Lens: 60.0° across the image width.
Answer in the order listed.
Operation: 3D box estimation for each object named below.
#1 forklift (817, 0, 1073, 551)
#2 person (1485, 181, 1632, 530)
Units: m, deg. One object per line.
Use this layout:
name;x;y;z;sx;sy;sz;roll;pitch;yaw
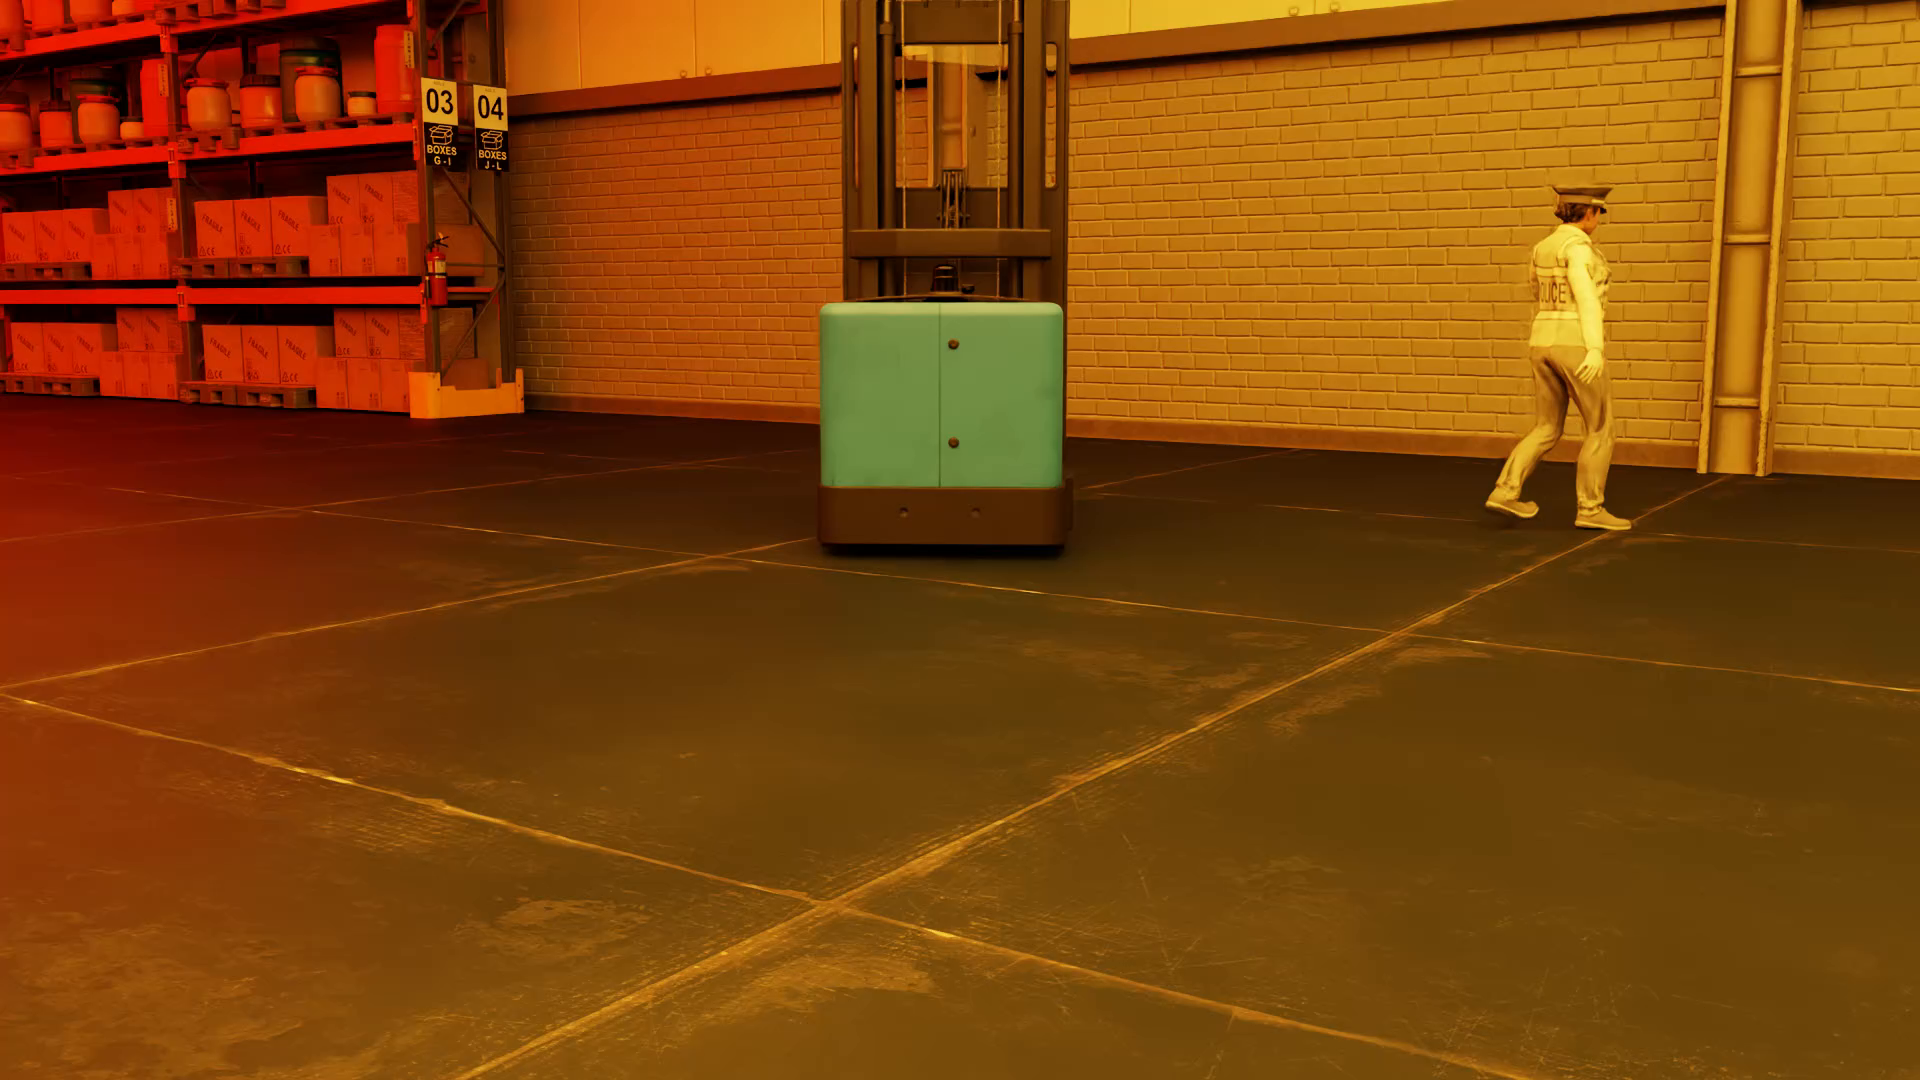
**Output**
forklift;-0.009;-1.573;8.258;1.130;2.935;3.031;0;8;3
person;2.912;-0.865;7.894;0.710;1.651;0.855;-2;8;-13
